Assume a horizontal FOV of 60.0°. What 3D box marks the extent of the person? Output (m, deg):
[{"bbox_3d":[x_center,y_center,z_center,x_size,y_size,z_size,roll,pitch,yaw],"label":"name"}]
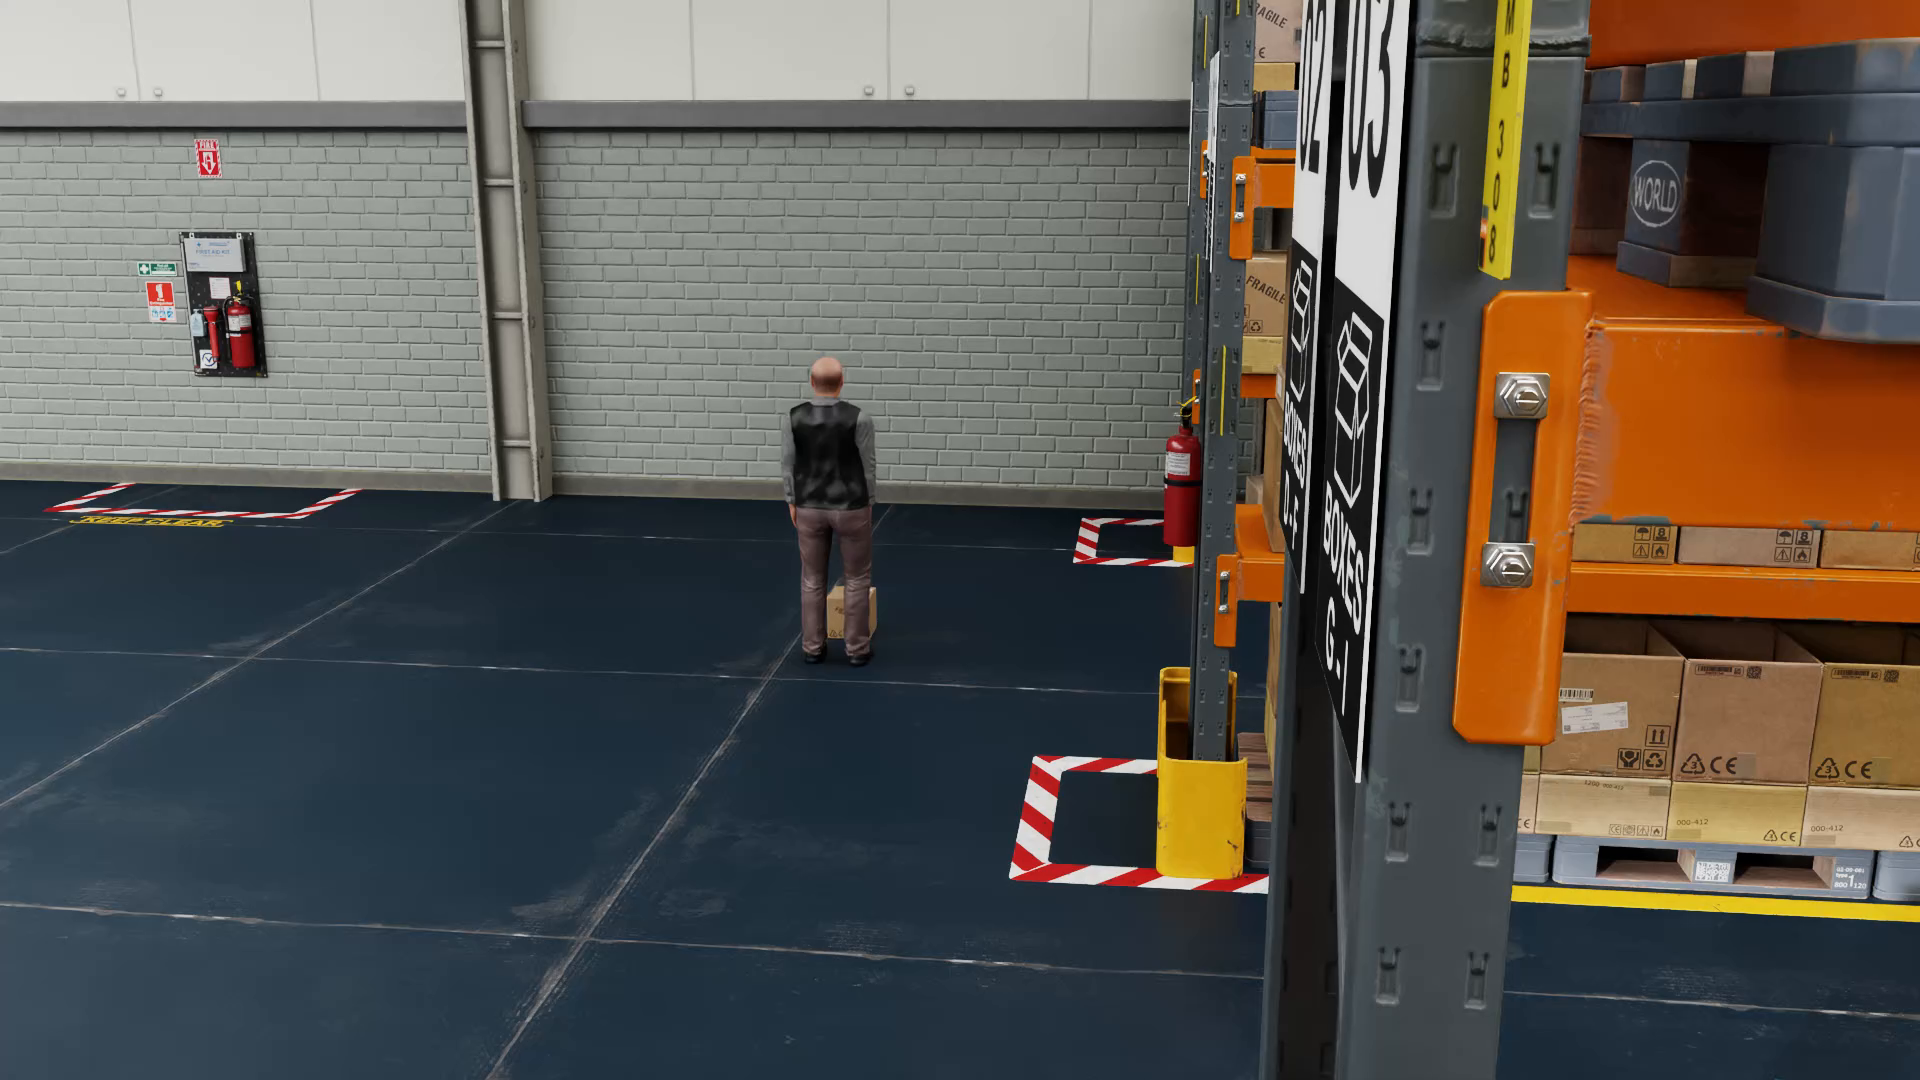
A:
[{"bbox_3d":[-0.720,-0.156,9.206,0.534,1.716,0.355,2,14,7],"label":"person"}]
